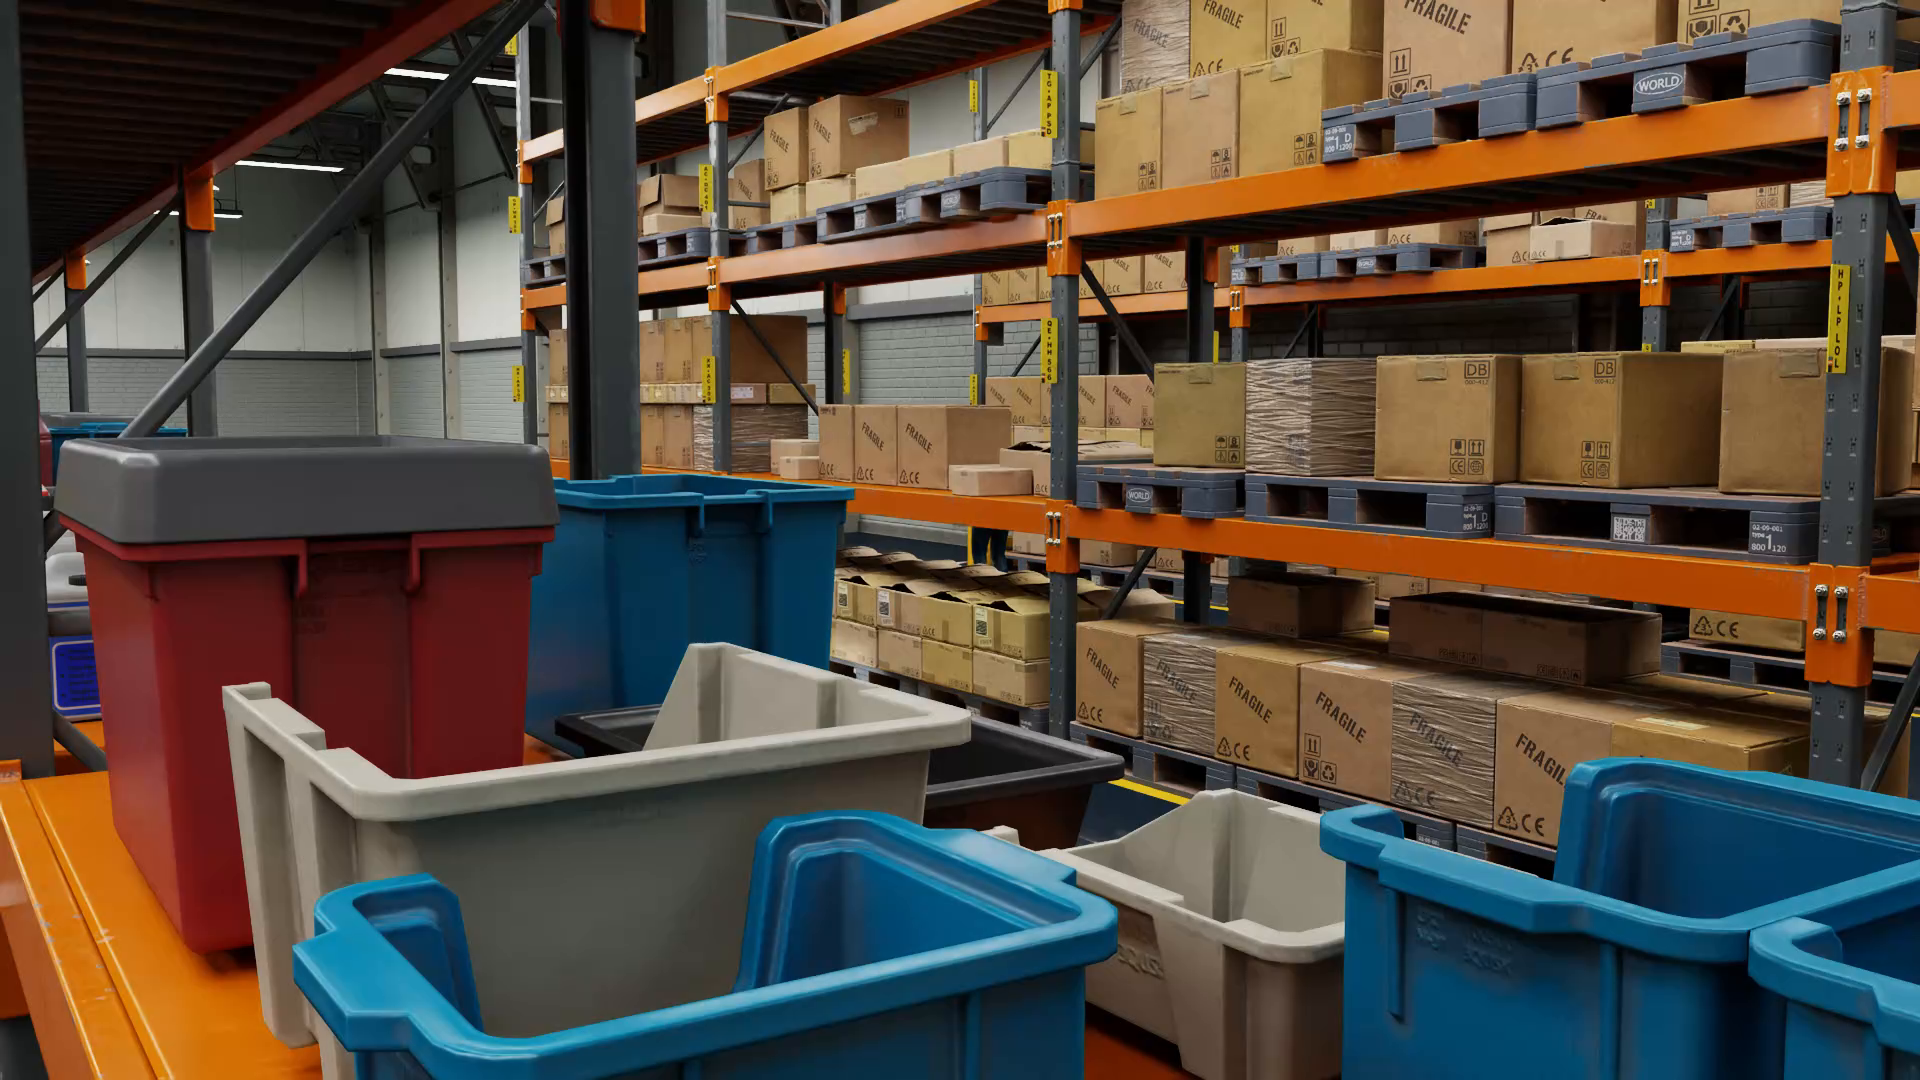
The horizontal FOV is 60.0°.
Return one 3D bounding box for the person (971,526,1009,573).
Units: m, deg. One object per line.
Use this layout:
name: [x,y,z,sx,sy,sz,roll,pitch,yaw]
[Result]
person: [0.219,-0.182,14.466,0.407,1.588,0.494,-3,6,-34]
